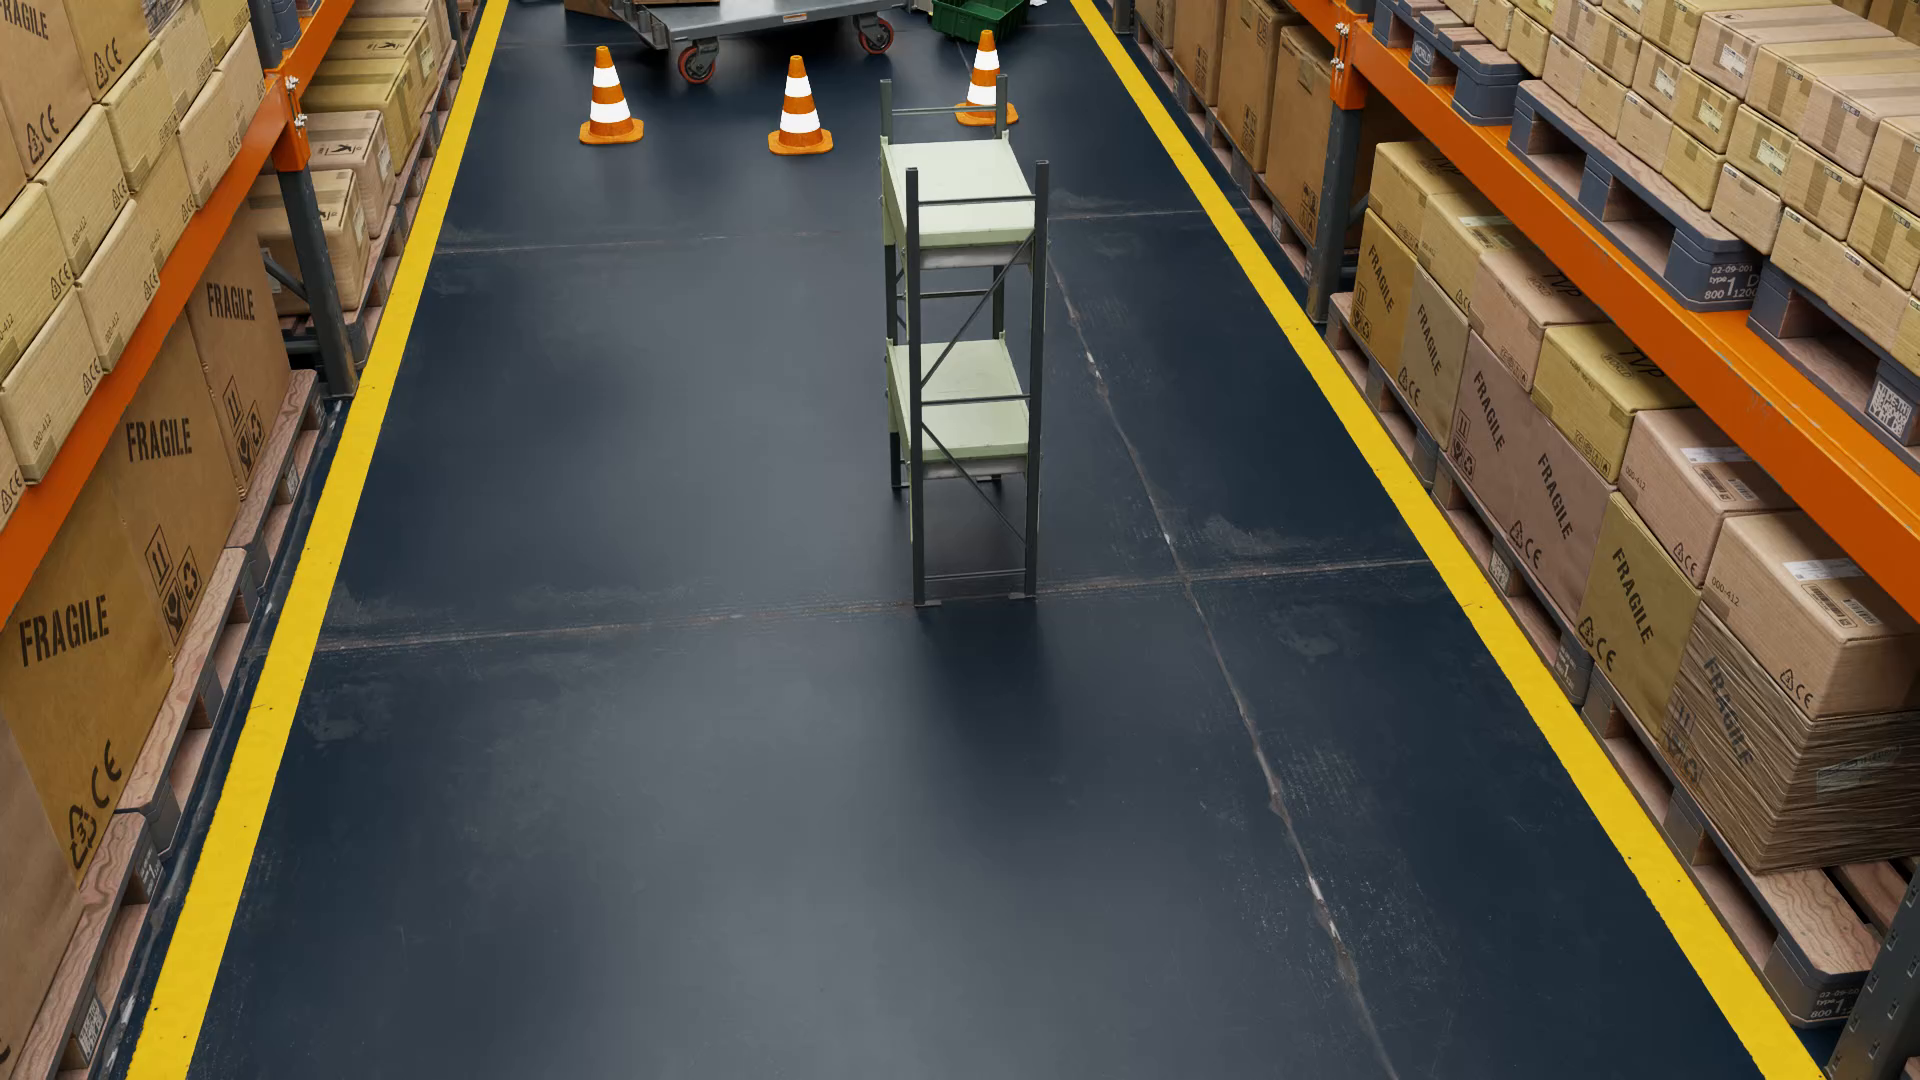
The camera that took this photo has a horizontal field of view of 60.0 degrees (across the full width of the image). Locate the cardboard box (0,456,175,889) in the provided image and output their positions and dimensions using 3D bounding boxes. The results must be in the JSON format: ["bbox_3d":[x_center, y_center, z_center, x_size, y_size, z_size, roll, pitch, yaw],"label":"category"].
[{"bbox_3d":[-2.649,0.300,4.159,0.875,0.875,0.875,-3,34,-5],"label":"cardboard box"}]

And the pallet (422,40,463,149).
[{"bbox_3d":[-3.327,-2.438,9.140,1.003,0.211,1.213,-4,35,-6],"label":"pallet"}]

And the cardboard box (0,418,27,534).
[{"bbox_3d":[-2.226,-0.053,3.297,0.500,0.250,0.500,-5,35,-8],"label":"cardboard box"}]

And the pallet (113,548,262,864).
[{"bbox_3d":[-2.703,0.484,4.852,1.003,0.211,1.213,-4,35,-6],"label":"pallet"}]

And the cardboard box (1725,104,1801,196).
[{"bbox_3d":[2.143,-0.975,4.103,0.380,0.149,0.250,-6,35,-9],"label":"cardboard box"}]

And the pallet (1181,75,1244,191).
[{"bbox_3d":[1.804,-2.197,8.786,1.003,0.211,1.213,-4,35,-6],"label":"pallet"}]

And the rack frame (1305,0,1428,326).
[{"bbox_3d":[1.996,-2.224,6.350,1.000,3.000,0.127,-4,35,-6],"label":"rack frame"}]

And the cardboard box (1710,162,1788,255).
[{"bbox_3d":[2.141,-0.847,4.180,0.380,0.149,0.250,-6,35,-8],"label":"cardboard box"}]

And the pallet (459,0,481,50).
[{"bbox_3d":[-3.558,-3.245,10.324,1.003,0.211,1.213,-4,35,-6],"label":"pallet"}]

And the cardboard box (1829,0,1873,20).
[{"bbox_3d":[2.688,-1.579,4.726,0.380,0.149,0.250,-3,34,-4],"label":"cardboard box"}]

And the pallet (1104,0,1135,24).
[{"bbox_3d":[1.434,-3.734,11.042,1.003,0.211,1.213,-4,35,-6],"label":"pallet"}]

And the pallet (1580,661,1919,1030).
[{"bbox_3d":[2.428,0.726,4.497,1.003,0.211,1.213,-4,35,-6],"label":"pallet"}]

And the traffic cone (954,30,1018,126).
[{"bbox_3d":[0.142,-2.545,9.074,0.336,0.463,0.334,-4,35,-6],"label":"traffic cone"}]

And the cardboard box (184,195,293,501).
[{"bbox_3d":[-2.885,-0.697,5.622,0.875,0.875,0.875,-5,35,-7],"label":"cardboard box"}]

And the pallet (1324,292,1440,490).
[{"bbox_3d":[2.100,-0.636,6.495,1.003,0.211,1.213,-4,35,-6],"label":"pallet"}]

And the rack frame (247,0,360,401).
[{"bbox_3d":[-2.895,-1.793,5.717,1.000,3.000,0.127,-4,35,-6],"label":"rack frame"}]

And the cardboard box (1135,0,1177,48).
[{"bbox_3d":[1.631,-3.361,9.642,1.050,0.750,0.750,-5,35,-7],"label":"cardboard box"}]

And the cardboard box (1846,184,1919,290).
[{"bbox_3d":[2.218,-0.677,3.666,0.380,0.149,0.250,-3,34,-4],"label":"cardboard box"}]

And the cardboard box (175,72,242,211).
[{"bbox_3d":[-2.486,-1.184,4.958,0.500,0.250,0.500,-4,34,-6],"label":"cardboard box"}]

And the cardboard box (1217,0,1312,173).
[{"bbox_3d":[1.883,-2.302,8.089,1.050,0.750,0.750,-4,34,-6],"label":"cardboard box"}]

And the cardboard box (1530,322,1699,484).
[{"bbox_3d":[2.043,-0.421,4.885,0.500,0.250,0.500,-6,35,-8],"label":"cardboard box"}]

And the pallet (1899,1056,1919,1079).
[{"bbox_3d":[2.660,1.532,3.314,1.003,0.211,1.213,-4,35,-6],"label":"pallet"}]

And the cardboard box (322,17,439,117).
[{"bbox_3d":[-3.260,-2.419,8.597,0.950,0.372,0.625,-2,34,-3],"label":"cardboard box"}]

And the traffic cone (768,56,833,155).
[{"bbox_3d":[-0.849,-2.305,8.721,0.336,0.463,0.334,-4,35,-6],"label":"traffic cone"}]

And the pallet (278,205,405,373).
[{"bbox_3d":[-2.999,-1.077,7.142,1.003,0.211,1.213,-4,35,-6],"label":"pallet"}]

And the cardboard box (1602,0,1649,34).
[{"bbox_3d":[2.045,-1.534,4.659,0.380,0.149,0.250,-3,34,-5],"label":"cardboard box"}]

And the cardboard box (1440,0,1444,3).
[{"bbox_3d":[1.856,-2.029,5.914,0.380,0.149,0.250,-5,35,-7],"label":"cardboard box"}]

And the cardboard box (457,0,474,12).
[{"bbox_3d":[-3.245,-3.412,10.162,0.500,0.250,0.500,-6,35,-9],"label":"cardboard box"}]

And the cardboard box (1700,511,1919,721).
[{"bbox_3d":[2.184,0.161,4.031,0.500,0.250,0.500,-5,35,-8],"label":"cardboard box"}]

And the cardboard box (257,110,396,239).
[{"bbox_3d":[-3.068,-1.608,7.406,0.950,0.372,0.625,-5,35,-7],"label":"cardboard box"}]

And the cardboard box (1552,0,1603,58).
[{"bbox_3d":[2.007,-1.552,4.950,0.380,0.149,0.250,-4,35,-6],"label":"cardboard box"}]

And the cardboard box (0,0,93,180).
[{"bbox_3d":[-2.368,-1.132,3.771,0.500,0.500,0.500,-5,35,-7],"label":"cardboard box"}]

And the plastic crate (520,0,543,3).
[{"bbox_3d":[-2.832,-3.757,11.191,0.402,0.080,0.583,-16,38,-23],"label":"plastic crate"}]

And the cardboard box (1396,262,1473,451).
[{"bbox_3d":[1.910,-0.670,5.917,0.500,0.500,0.500,-4,34,-6],"label":"cardboard box"}]

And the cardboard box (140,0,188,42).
[{"bbox_3d":[-2.489,-1.693,4.594,0.500,0.500,0.500,-4,34,-6],"label":"cardboard box"}]

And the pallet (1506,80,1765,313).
[{"bbox_3d":[2.303,-1.043,4.788,1.003,0.211,1.213,-4,35,-6],"label":"pallet"}]

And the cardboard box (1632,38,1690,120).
[{"bbox_3d":[2.077,-1.263,4.526,0.380,0.149,0.250,-3,34,-5],"label":"cardboard box"}]

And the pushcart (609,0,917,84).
[{"bbox_3d":[-1.181,-3.142,10.025,1.648,0.377,0.936,-16,38,-23],"label":"pushcart"}]

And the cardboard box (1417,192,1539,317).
[{"bbox_3d":[1.917,-0.988,5.718,0.500,0.250,0.500,-5,35,-7],"label":"cardboard box"}]

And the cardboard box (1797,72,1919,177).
[{"bbox_3d":[2.181,-0.957,3.813,0.380,0.149,0.250,-4,35,-7],"label":"cardboard box"}]

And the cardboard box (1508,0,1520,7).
[{"bbox_3d":[1.940,-1.832,5.361,0.380,0.149,0.250,-5,35,-8],"label":"cardboard box"}]

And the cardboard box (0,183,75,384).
[{"bbox_3d":[-2.276,-0.545,3.575,0.500,0.250,0.500,-4,34,-6],"label":"cardboard box"}]

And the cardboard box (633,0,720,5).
[{"bbox_3d":[-1.673,-3.456,9.706,0.500,0.500,0.500,-4,35,-6],"label":"cardboard box"}]

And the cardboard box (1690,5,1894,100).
[{"bbox_3d":[2.112,-1.244,4.234,0.380,0.149,0.250,-6,35,-9],"label":"cardboard box"}]

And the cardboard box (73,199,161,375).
[{"bbox_3d":[-2.337,-0.620,4.129,0.500,0.250,0.500,-5,35,-7],"label":"cardboard box"}]

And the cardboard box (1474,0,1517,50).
[{"bbox_3d":[1.929,-1.729,5.473,0.380,0.149,0.250,-3,34,-4],"label":"cardboard box"}]

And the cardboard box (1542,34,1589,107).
[{"bbox_3d":[2.005,-1.430,5.035,0.380,0.149,0.250,-3,34,-5],"label":"cardboard box"}]

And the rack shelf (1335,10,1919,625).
[{"bbox_3d":[2.265,-0.811,4.915,1.077,0.370,4.000,-4,35,-6],"label":"rack shelf"}]

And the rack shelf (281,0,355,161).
[{"bbox_3d":[-3.164,-2.612,7.557,1.077,0.370,4.000,-4,35,-6],"label":"rack shelf"}]

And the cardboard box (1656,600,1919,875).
[{"bbox_3d":[2.185,0.473,4.238,0.500,0.500,0.500,-5,35,-7],"label":"cardboard box"}]

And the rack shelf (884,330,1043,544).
[{"bbox_3d":[-0.001,-0.354,5.517,0.431,0.370,0.720,-4,35,-6],"label":"rack shelf"}]

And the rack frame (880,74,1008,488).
[{"bbox_3d":[-0.050,-0.828,5.633,0.400,1.500,0.023,-4,35,-6],"label":"rack frame"}]

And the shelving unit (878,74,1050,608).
[{"bbox_3d":[-0.001,-0.623,5.333,0.431,1.500,0.755,-4,35,-6],"label":"shelving unit"}]

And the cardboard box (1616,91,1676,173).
[{"bbox_3d":[2.070,-1.144,4.615,0.380,0.149,0.250,-5,35,-8],"label":"cardboard box"}]

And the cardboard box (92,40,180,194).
[{"bbox_3d":[-2.417,-1.116,4.414,0.500,0.250,0.500,-5,35,-8],"label":"cardboard box"}]

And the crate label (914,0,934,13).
[{"bbox_3d":[-0.219,-3.525,10.801,0.250,0.136,0.298,27,43,34],"label":"crate label"}]

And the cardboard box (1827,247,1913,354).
[{"bbox_3d":[2.218,-0.552,3.747,0.380,0.149,0.250,-4,35,-7],"label":"cardboard box"}]

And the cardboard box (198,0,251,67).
[{"bbox_3d":[-2.578,-1.686,5.250,0.500,0.250,0.500,-4,35,-7],"label":"cardboard box"}]

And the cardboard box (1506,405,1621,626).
[{"bbox_3d":[2.052,-0.099,5.079,0.500,0.500,0.500,-5,35,-7],"label":"cardboard box"}]
